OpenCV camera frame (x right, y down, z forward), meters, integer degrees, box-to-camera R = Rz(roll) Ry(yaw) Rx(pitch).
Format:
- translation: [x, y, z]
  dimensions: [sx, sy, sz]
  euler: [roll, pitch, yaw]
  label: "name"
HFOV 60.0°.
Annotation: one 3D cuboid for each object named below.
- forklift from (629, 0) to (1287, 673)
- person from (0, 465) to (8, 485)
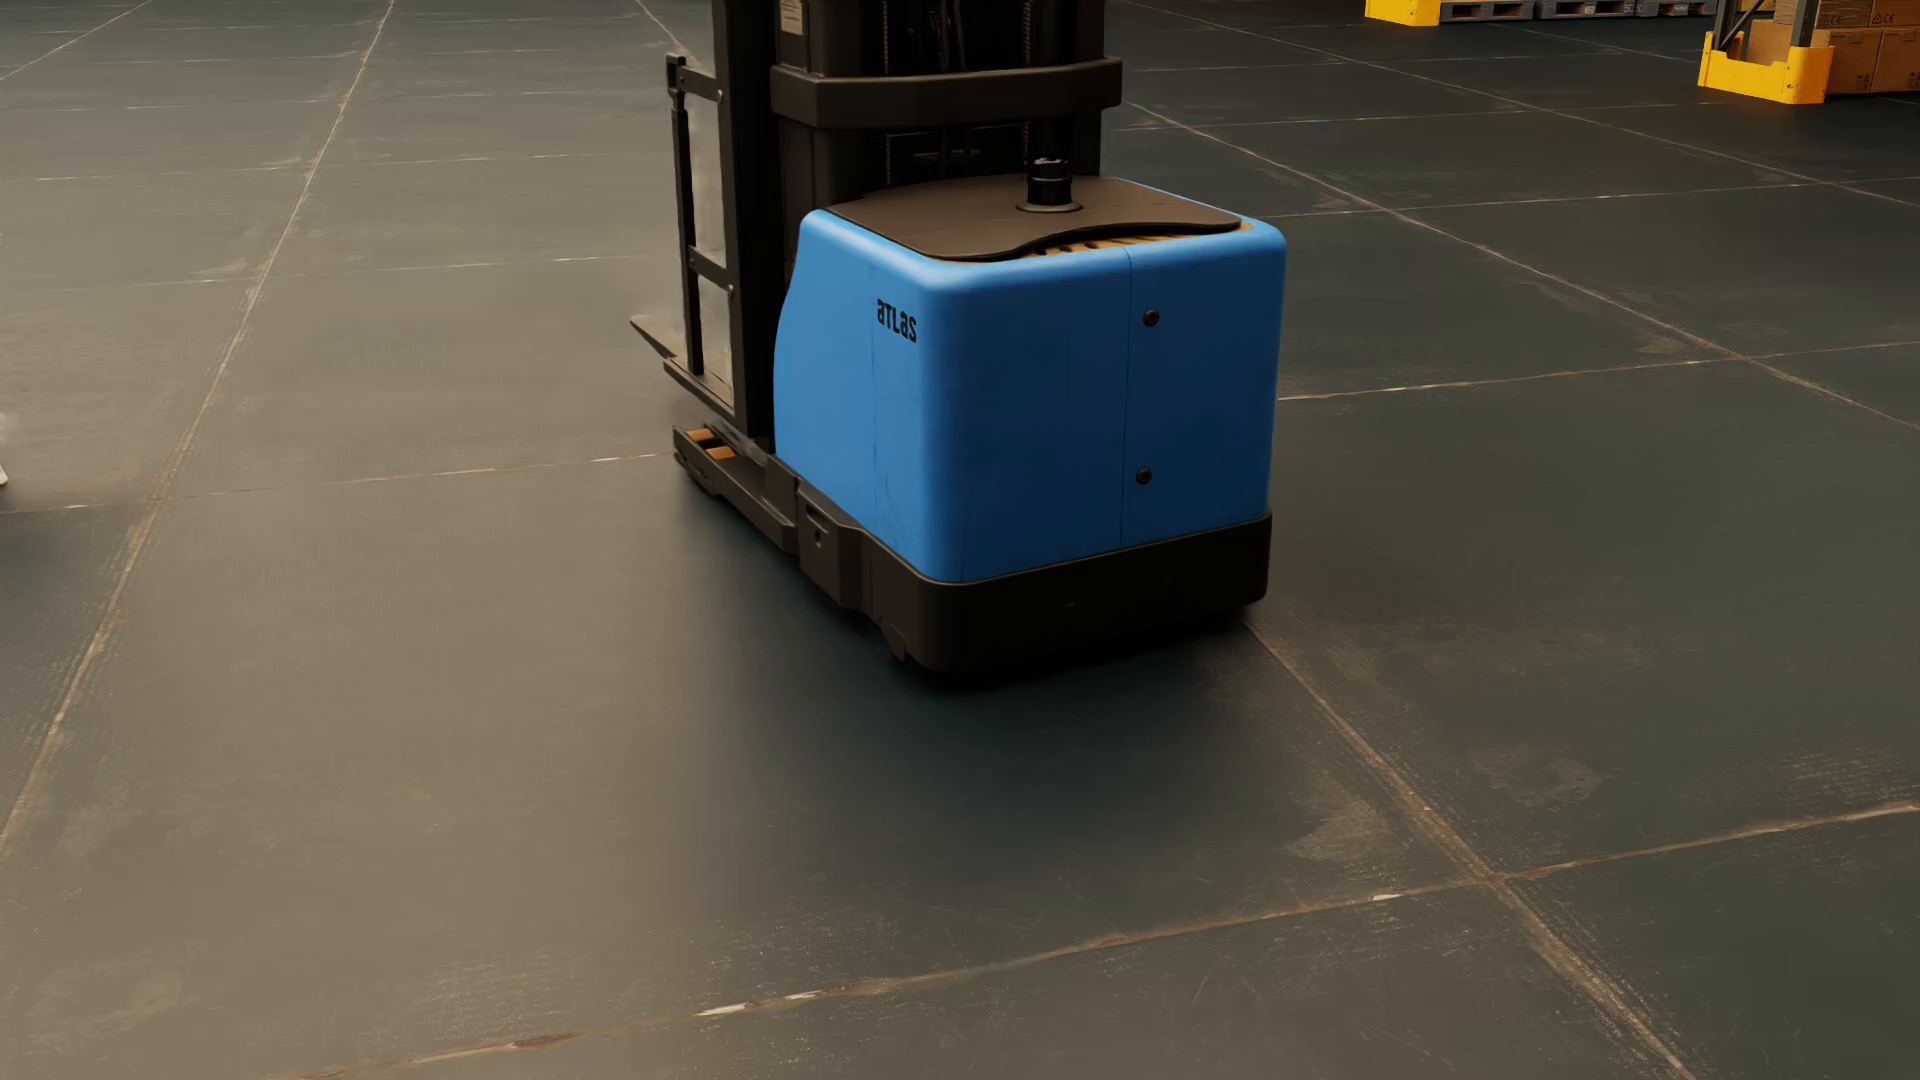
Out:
- translation: [-0.297, -1.559, 4.973]
  dimensions: [1.130, 2.935, 3.031]
  euler: [-12, 26, -25]
  label: "forklift"
- translation: [-3.294, -0.945, 5.031]
  dimensions: [0.502, 1.758, 0.765]
  euler: [-6, 24, -13]
  label: "person"
